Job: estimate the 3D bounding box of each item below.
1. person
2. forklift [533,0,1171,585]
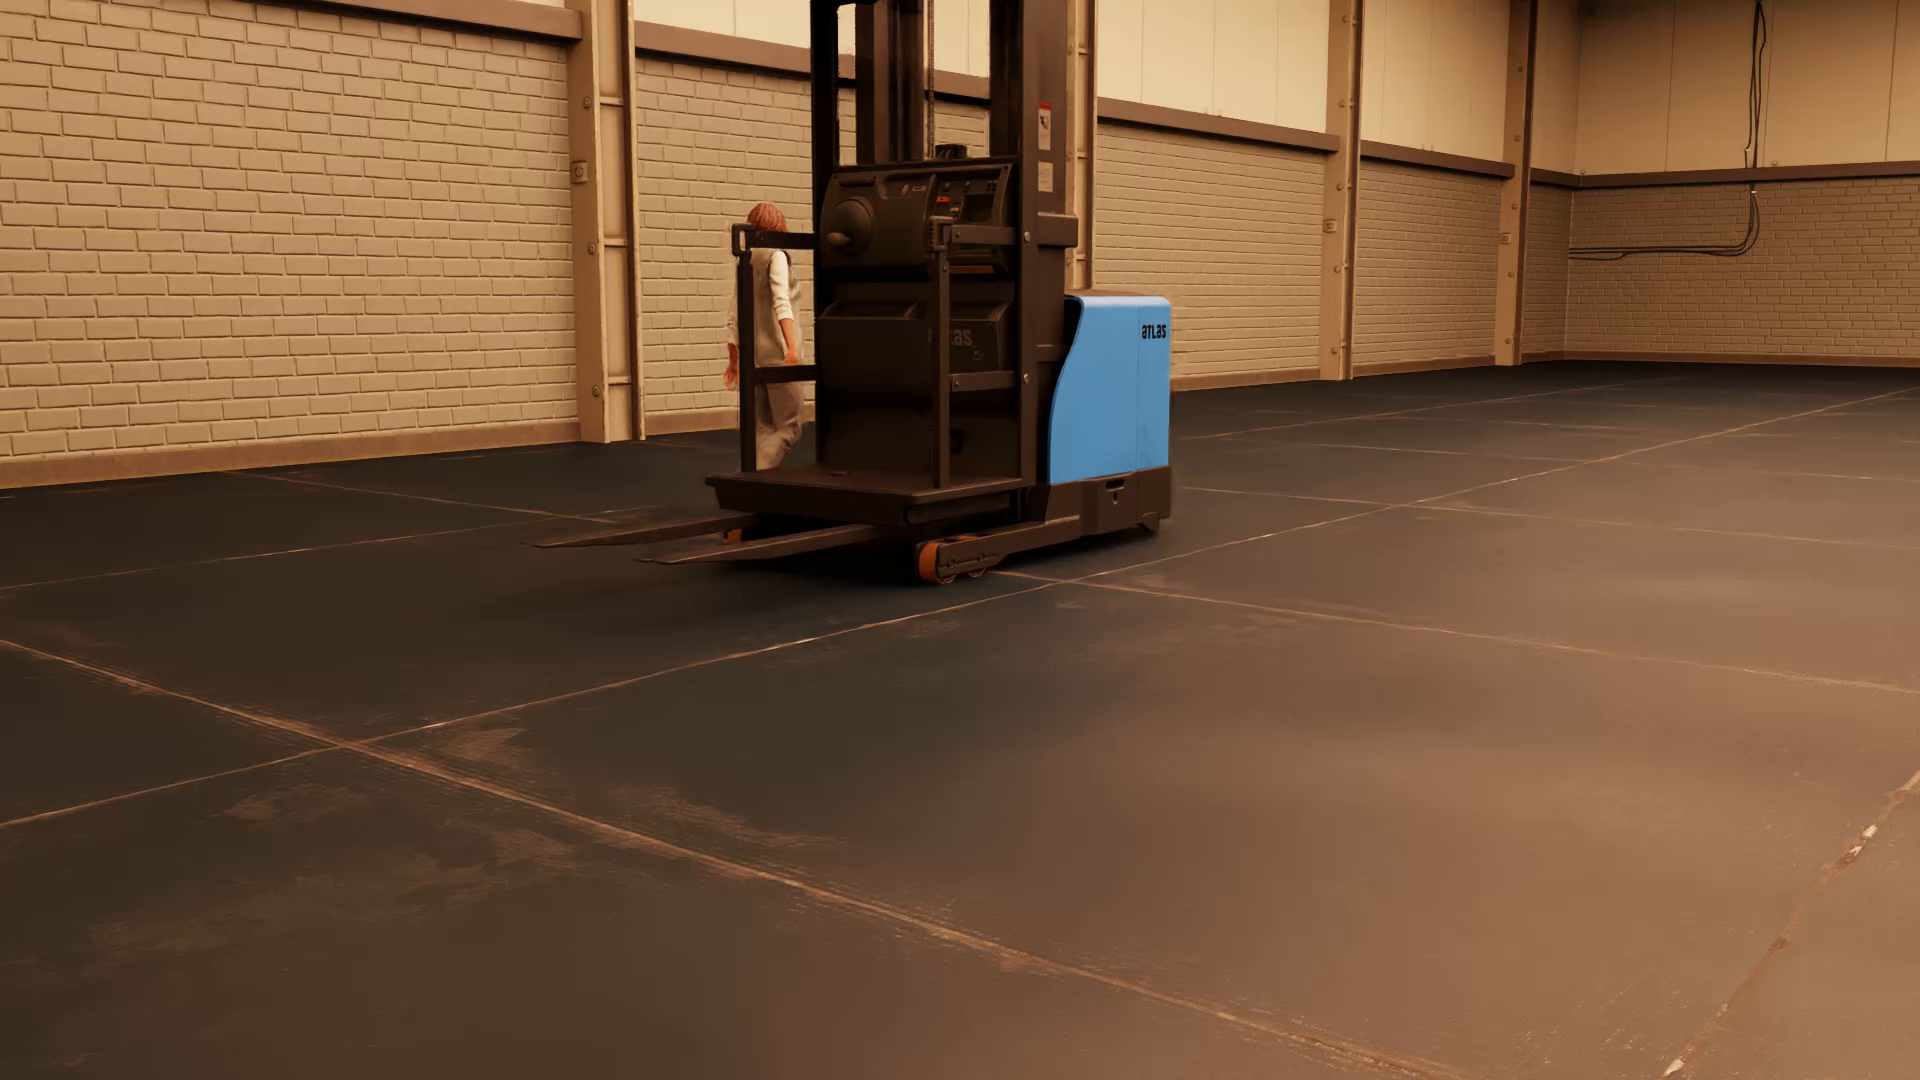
[{"bbox_3d":[-0.977,-0.861,8.133,0.428,1.567,0.732,-6,10,-34],"label":"person"},{"bbox_3d":[-0.312,-1.360,6.579,1.130,2.935,3.031,6,10,36],"label":"forklift"}]
